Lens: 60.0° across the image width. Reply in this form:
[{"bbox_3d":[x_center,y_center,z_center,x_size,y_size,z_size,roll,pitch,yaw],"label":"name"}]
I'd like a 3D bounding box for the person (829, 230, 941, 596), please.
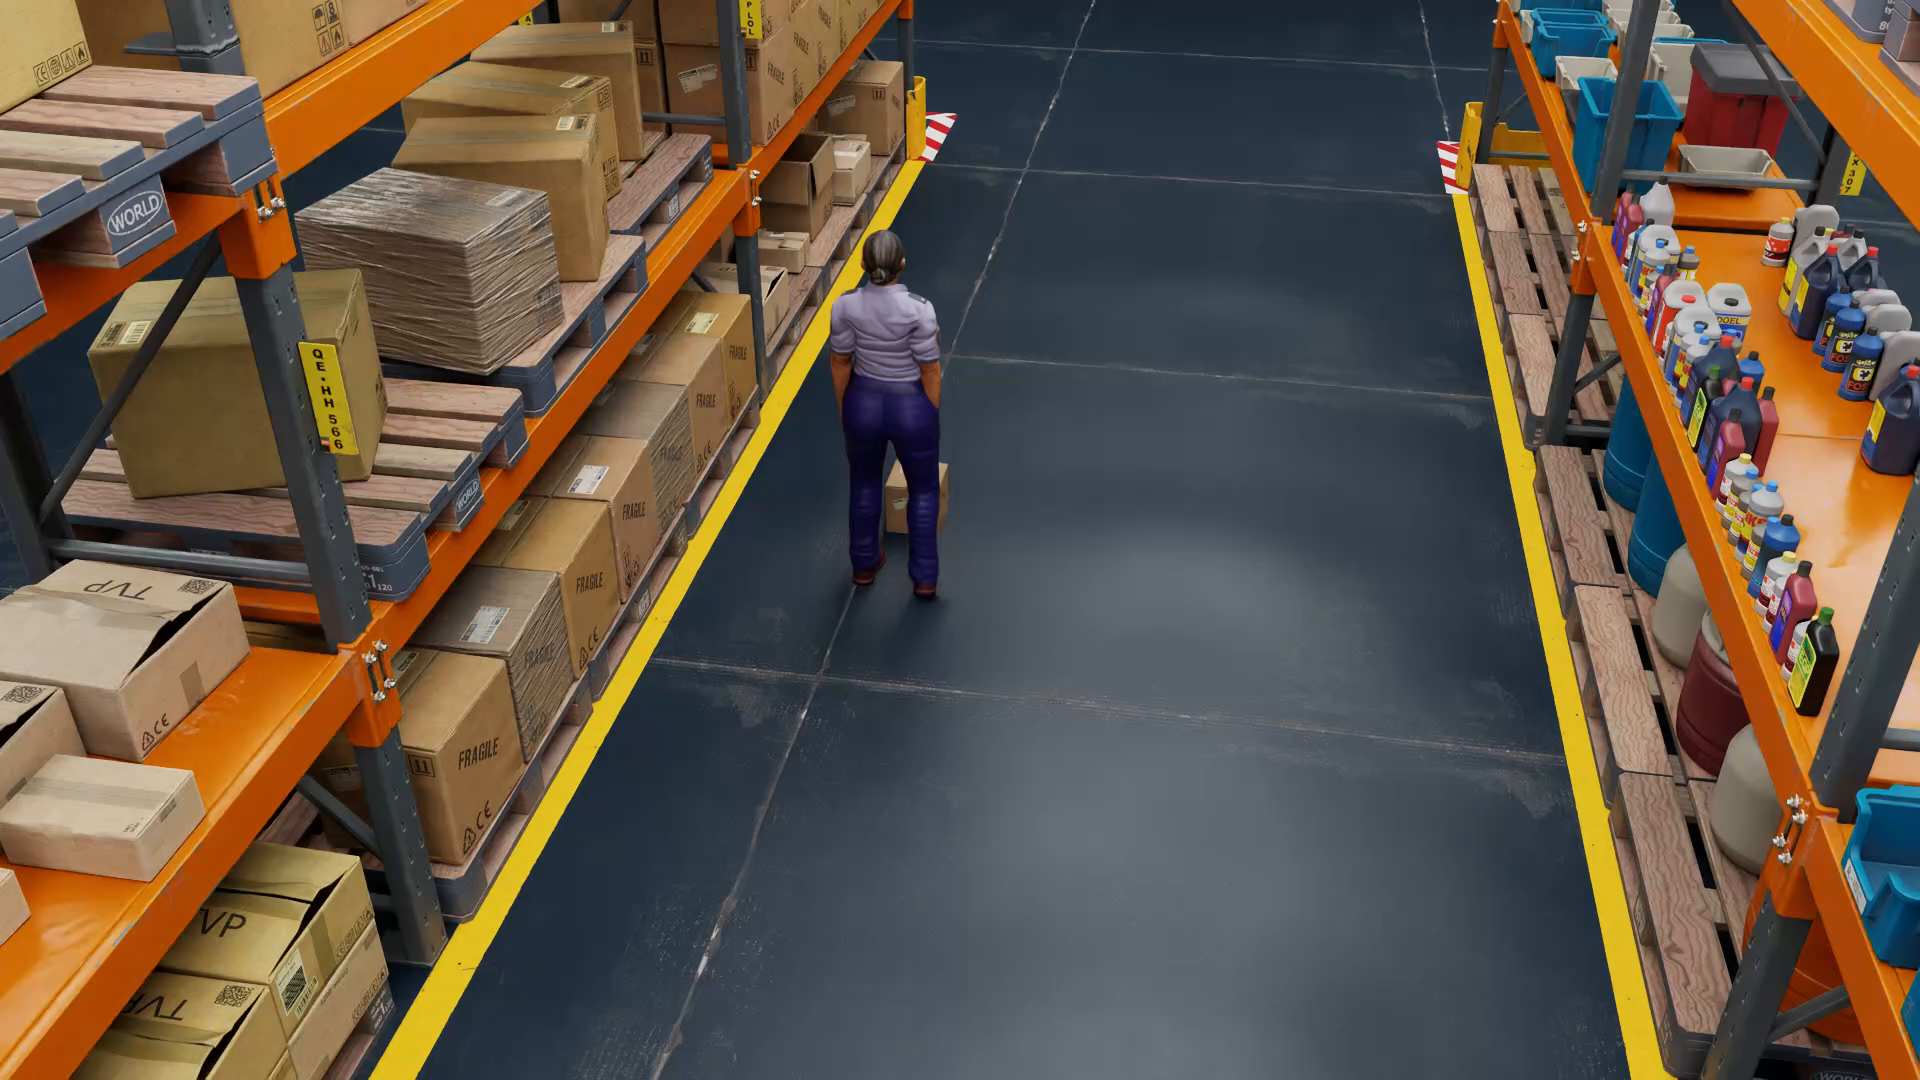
[{"bbox_3d":[-0.301,-0.523,7.000,0.468,1.673,0.344,6,33,10],"label":"person"}]
